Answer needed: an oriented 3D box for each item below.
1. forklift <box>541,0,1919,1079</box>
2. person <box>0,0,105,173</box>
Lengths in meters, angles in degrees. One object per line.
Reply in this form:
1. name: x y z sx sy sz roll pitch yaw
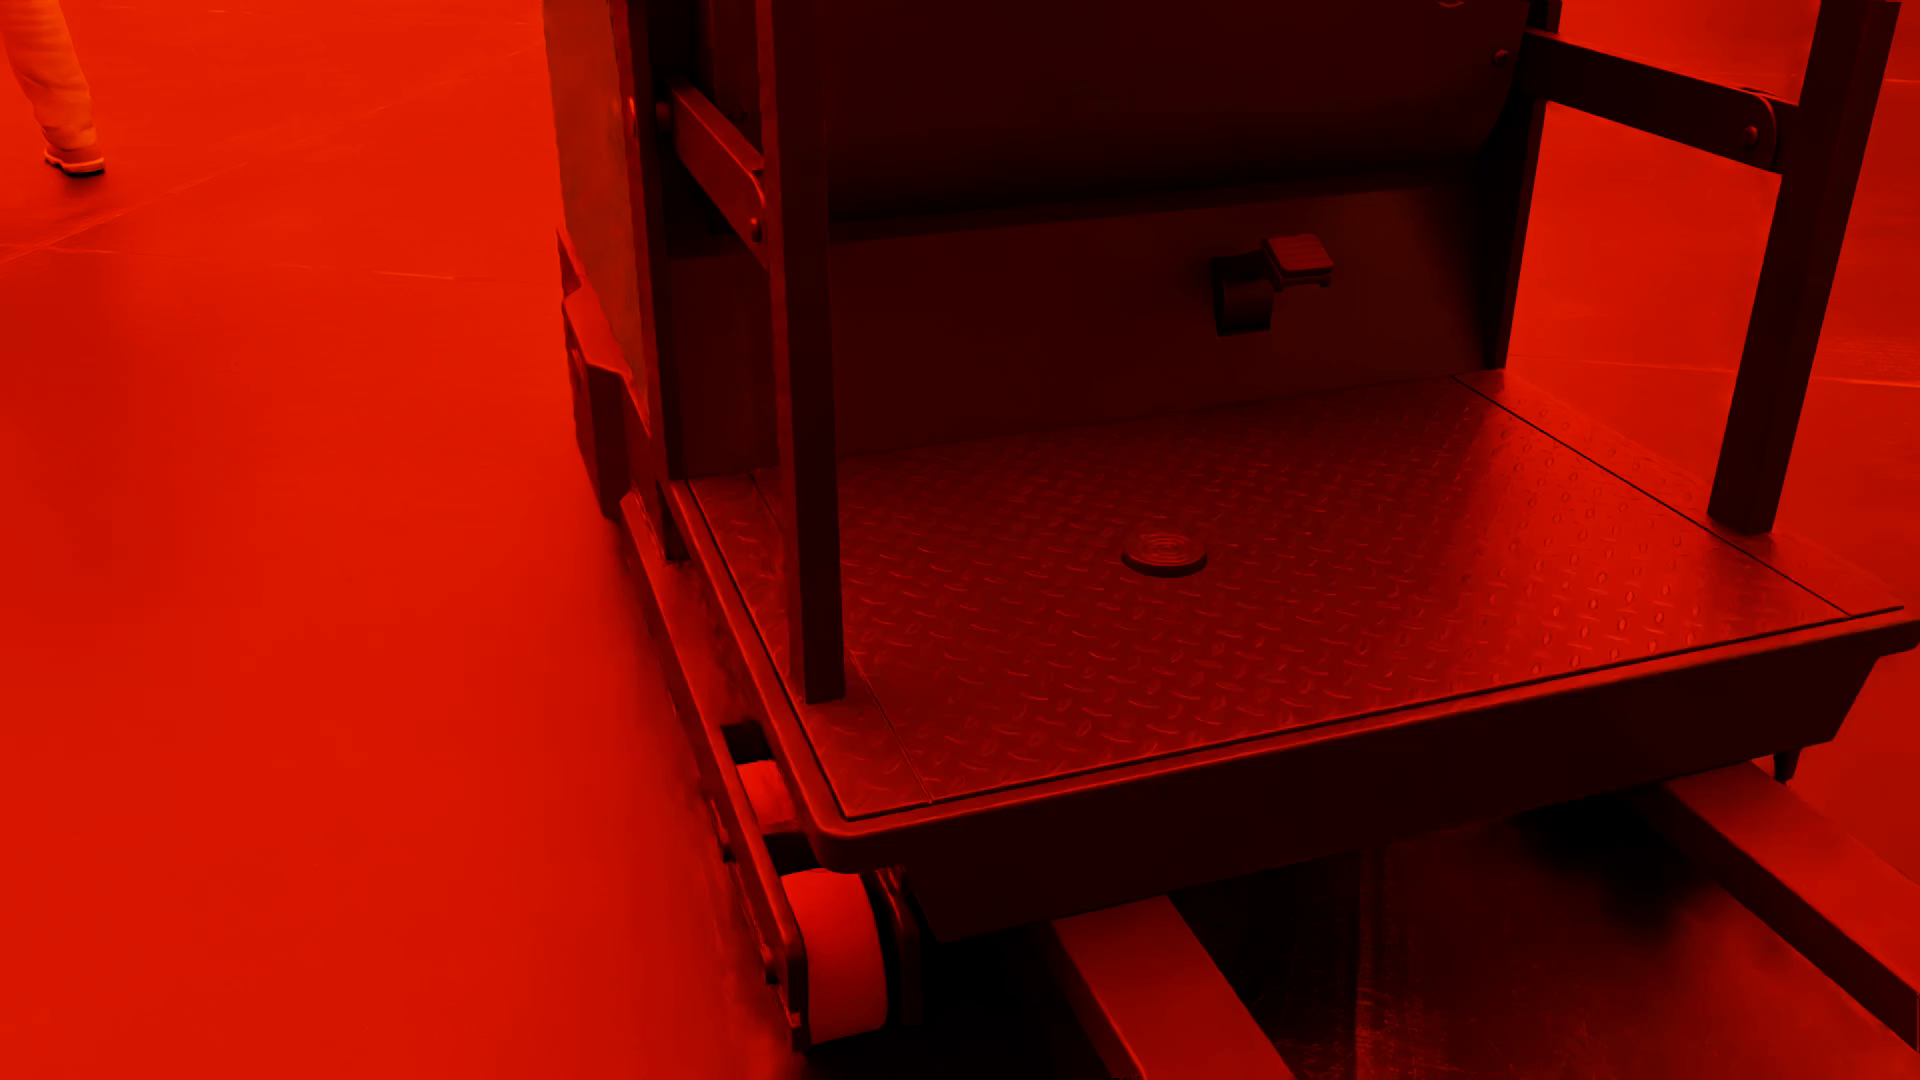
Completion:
1. forklift: 0.257 -1.044 1.315 1.130 2.935 3.031 -9 28 -17
2. person: -2.492 -1.716 3.962 0.440 1.747 0.585 20 33 35
